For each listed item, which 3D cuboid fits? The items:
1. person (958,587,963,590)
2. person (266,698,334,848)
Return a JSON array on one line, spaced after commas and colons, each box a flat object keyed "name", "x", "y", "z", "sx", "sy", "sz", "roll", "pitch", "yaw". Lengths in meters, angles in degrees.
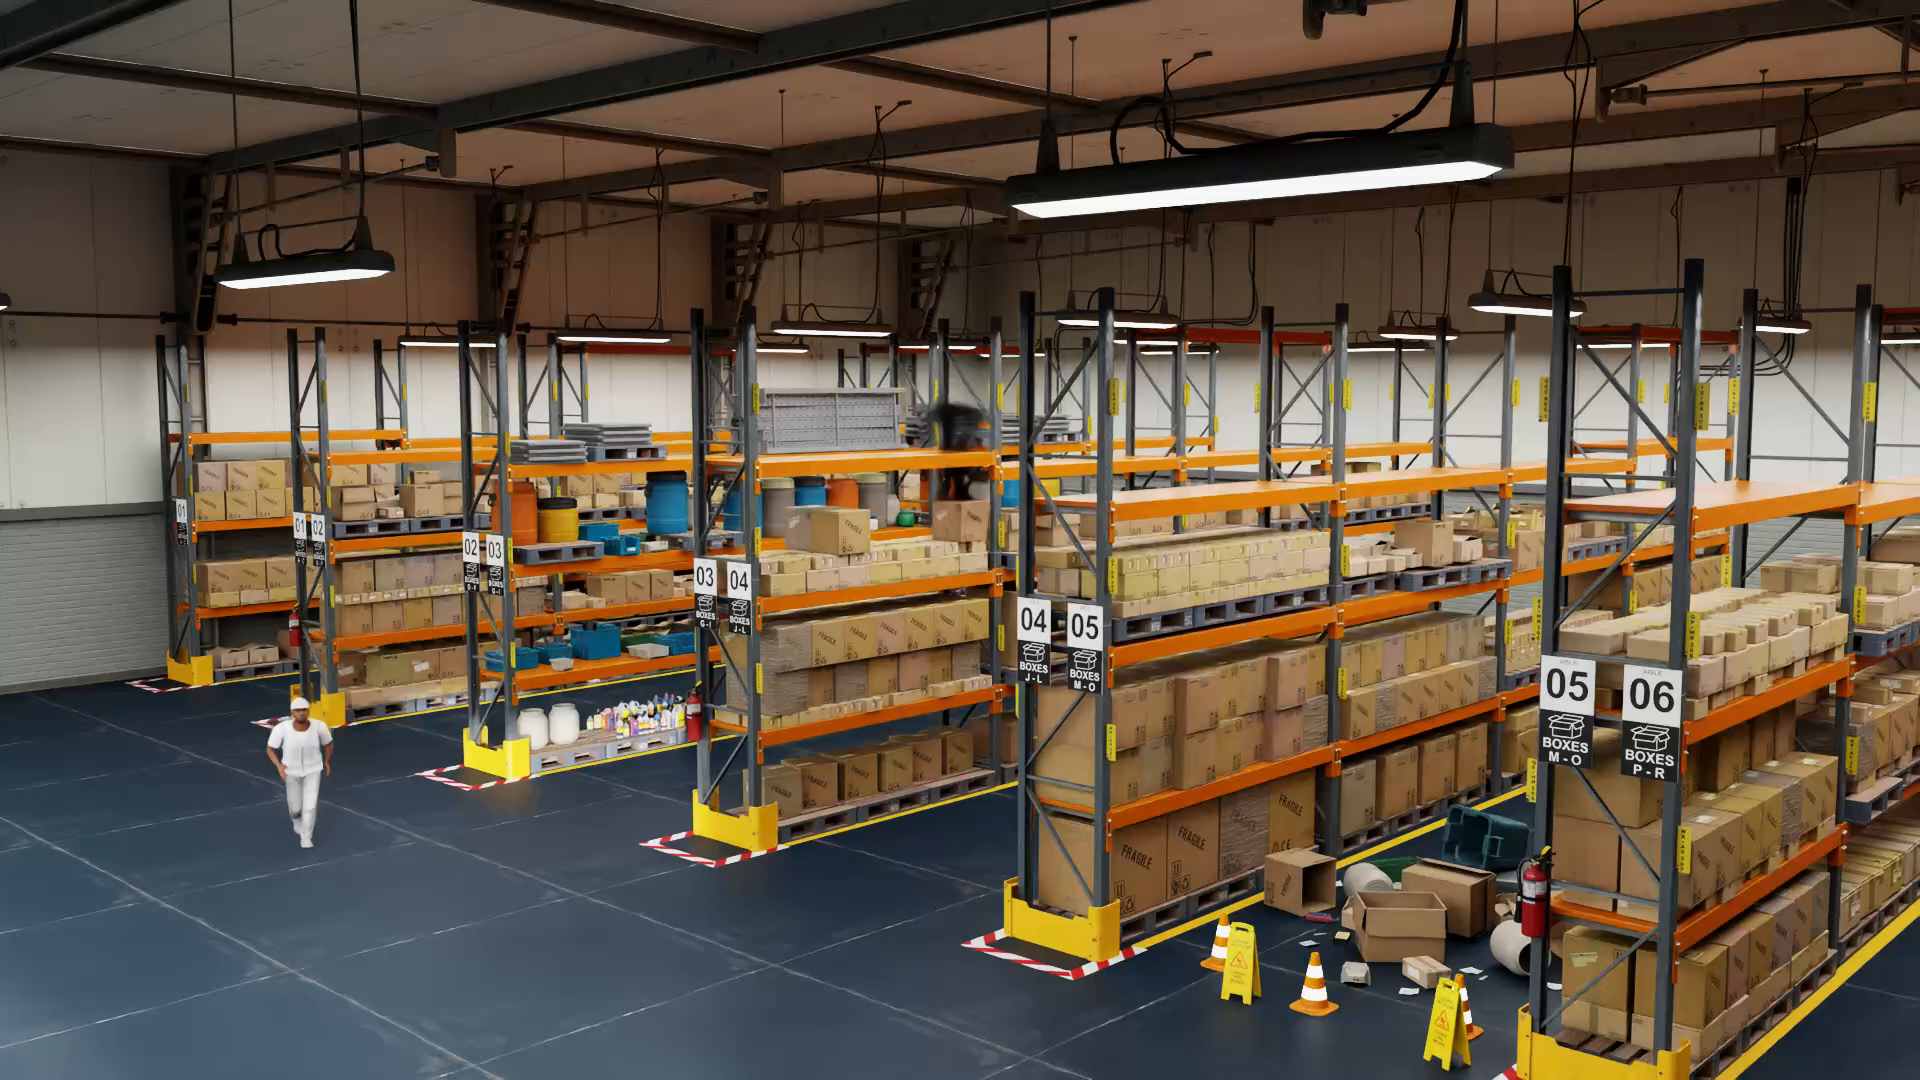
[{"name": "person", "x": 0.261, "y": 1.354, "z": 31.335, "sx": 0.768, "sy": 1.787, "sz": 0.686, "roll": -4, "pitch": 7, "yaw": -39}, {"name": "person", "x": -7.383, "y": 2.579, "z": 18.630, "sx": 0.701, "sy": 1.699, "sz": 0.639, "roll": -2, "pitch": 6, "yaw": -23}]
